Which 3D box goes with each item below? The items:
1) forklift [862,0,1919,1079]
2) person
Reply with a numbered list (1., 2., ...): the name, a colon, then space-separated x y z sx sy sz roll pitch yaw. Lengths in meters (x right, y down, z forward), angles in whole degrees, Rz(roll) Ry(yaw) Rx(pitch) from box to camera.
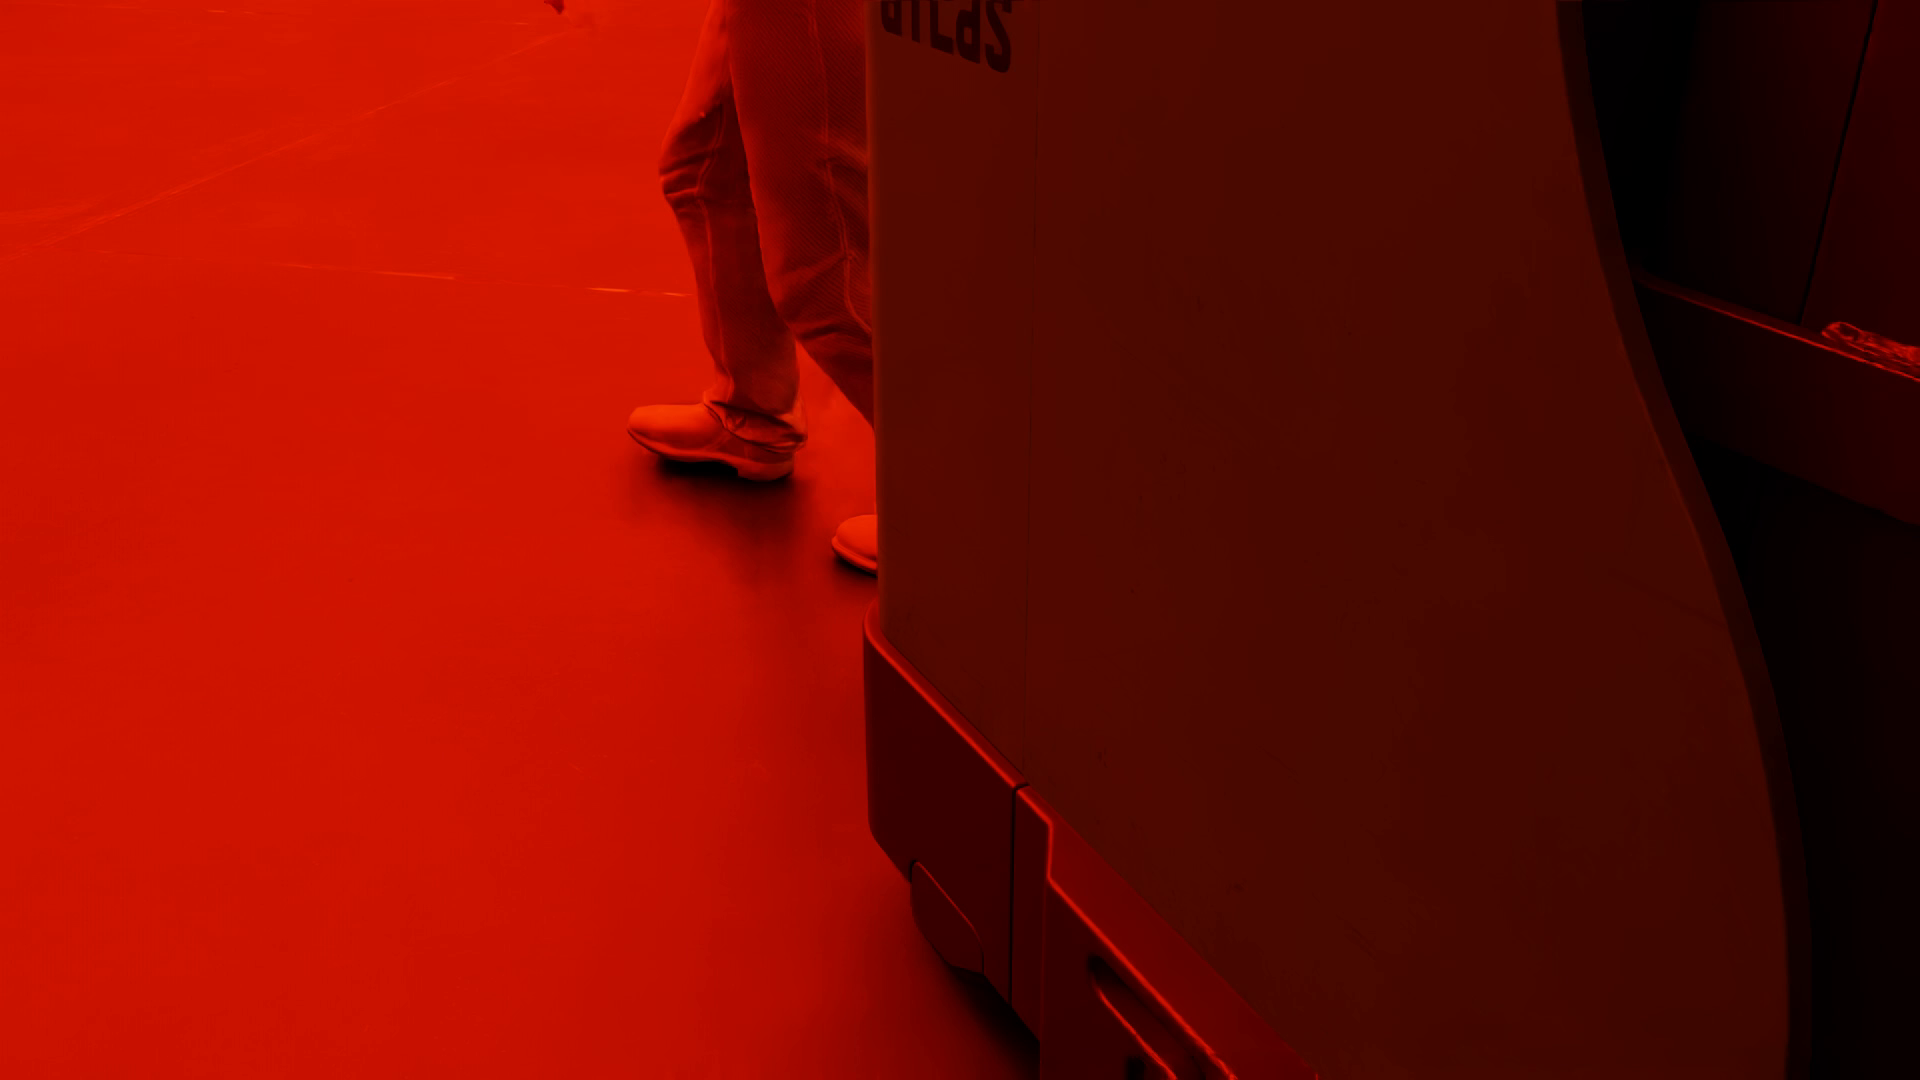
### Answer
1. forklift: 1.048 -0.485 0.207 1.130 2.935 3.031 -14 30 -25
2. person: -0.213 -0.808 2.209 0.712 1.719 0.651 2 27 4
